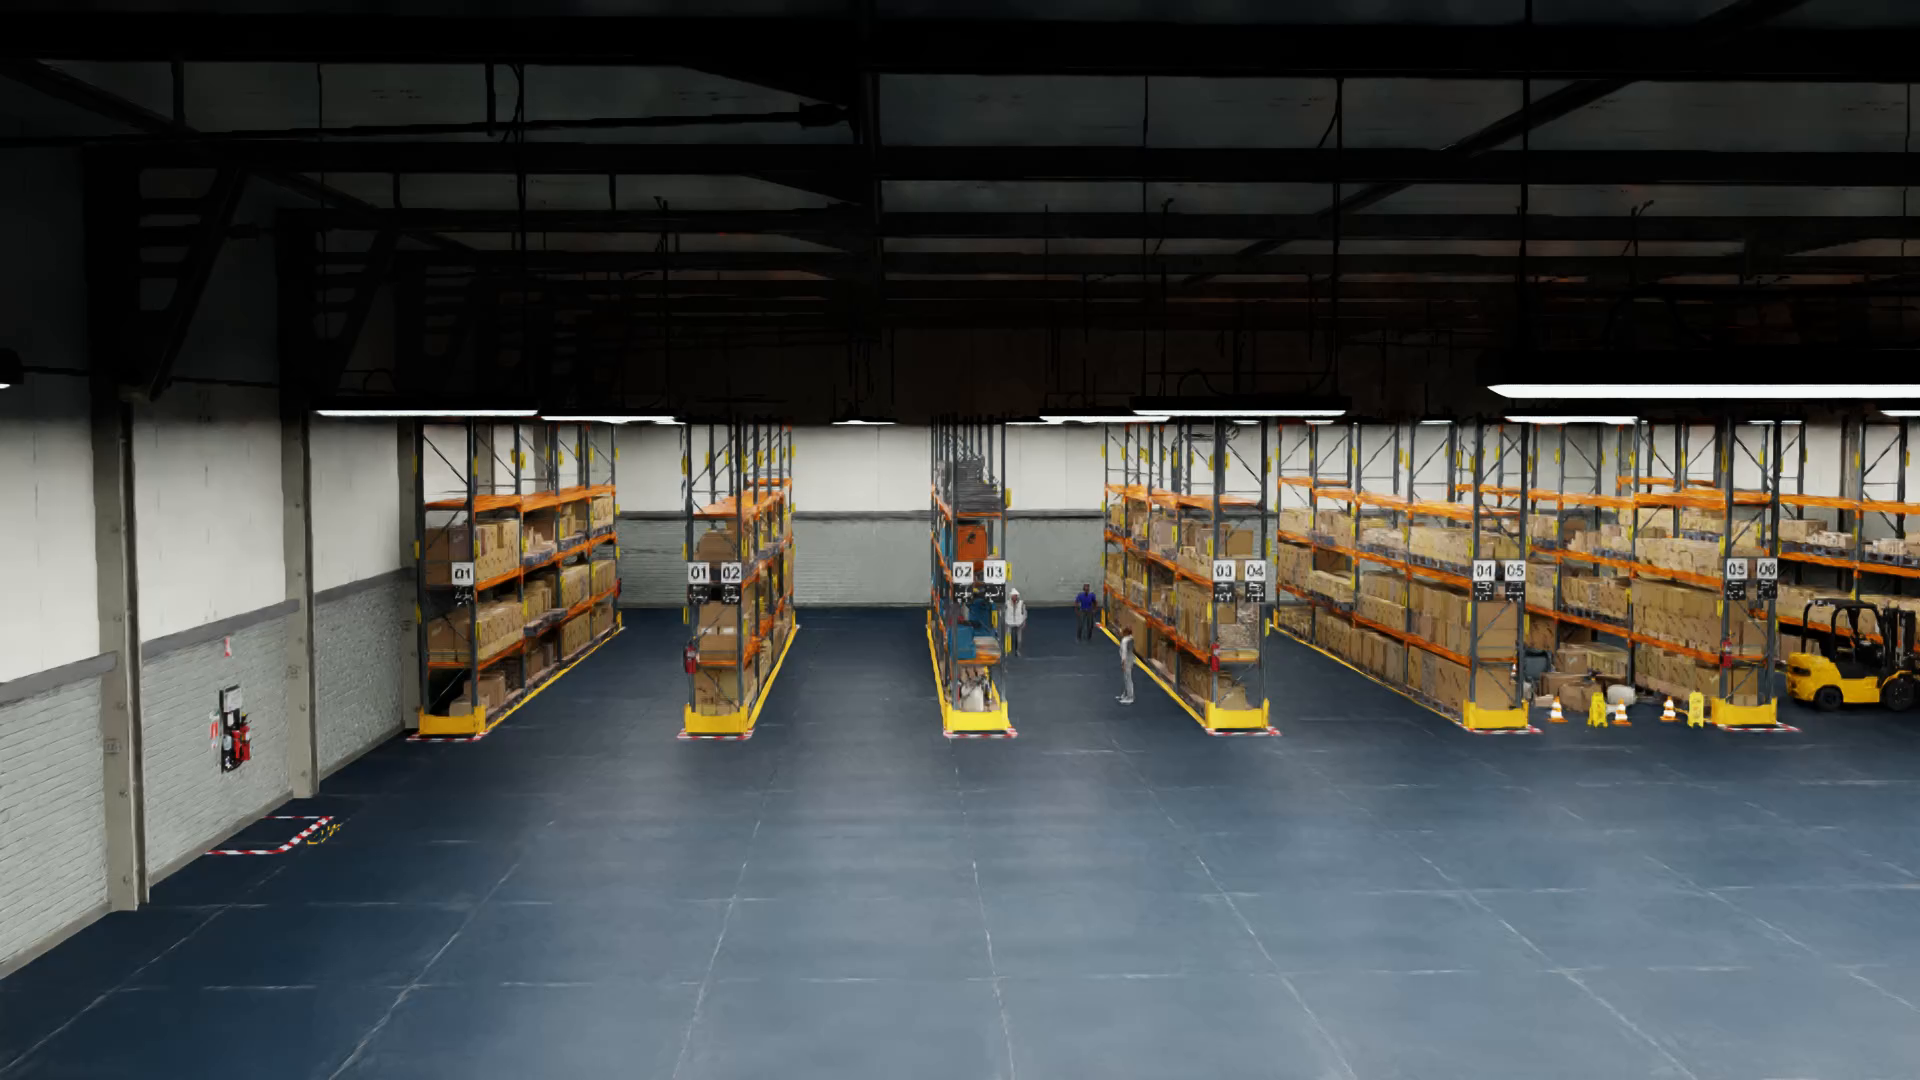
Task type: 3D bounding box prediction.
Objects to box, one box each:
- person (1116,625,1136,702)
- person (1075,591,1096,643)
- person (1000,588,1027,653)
[{"bbox_3d":[3.454,2.559,34.582,0.453,1.599,0.467,2,4,29],"label":"person"},{"bbox_3d":[3.322,2.027,44.040,0.547,1.418,0.462,0,4,-2],"label":"person"},{"bbox_3d":[1.333,2.025,41.343,0.677,1.665,0.569,0,4,-5],"label":"person"}]
